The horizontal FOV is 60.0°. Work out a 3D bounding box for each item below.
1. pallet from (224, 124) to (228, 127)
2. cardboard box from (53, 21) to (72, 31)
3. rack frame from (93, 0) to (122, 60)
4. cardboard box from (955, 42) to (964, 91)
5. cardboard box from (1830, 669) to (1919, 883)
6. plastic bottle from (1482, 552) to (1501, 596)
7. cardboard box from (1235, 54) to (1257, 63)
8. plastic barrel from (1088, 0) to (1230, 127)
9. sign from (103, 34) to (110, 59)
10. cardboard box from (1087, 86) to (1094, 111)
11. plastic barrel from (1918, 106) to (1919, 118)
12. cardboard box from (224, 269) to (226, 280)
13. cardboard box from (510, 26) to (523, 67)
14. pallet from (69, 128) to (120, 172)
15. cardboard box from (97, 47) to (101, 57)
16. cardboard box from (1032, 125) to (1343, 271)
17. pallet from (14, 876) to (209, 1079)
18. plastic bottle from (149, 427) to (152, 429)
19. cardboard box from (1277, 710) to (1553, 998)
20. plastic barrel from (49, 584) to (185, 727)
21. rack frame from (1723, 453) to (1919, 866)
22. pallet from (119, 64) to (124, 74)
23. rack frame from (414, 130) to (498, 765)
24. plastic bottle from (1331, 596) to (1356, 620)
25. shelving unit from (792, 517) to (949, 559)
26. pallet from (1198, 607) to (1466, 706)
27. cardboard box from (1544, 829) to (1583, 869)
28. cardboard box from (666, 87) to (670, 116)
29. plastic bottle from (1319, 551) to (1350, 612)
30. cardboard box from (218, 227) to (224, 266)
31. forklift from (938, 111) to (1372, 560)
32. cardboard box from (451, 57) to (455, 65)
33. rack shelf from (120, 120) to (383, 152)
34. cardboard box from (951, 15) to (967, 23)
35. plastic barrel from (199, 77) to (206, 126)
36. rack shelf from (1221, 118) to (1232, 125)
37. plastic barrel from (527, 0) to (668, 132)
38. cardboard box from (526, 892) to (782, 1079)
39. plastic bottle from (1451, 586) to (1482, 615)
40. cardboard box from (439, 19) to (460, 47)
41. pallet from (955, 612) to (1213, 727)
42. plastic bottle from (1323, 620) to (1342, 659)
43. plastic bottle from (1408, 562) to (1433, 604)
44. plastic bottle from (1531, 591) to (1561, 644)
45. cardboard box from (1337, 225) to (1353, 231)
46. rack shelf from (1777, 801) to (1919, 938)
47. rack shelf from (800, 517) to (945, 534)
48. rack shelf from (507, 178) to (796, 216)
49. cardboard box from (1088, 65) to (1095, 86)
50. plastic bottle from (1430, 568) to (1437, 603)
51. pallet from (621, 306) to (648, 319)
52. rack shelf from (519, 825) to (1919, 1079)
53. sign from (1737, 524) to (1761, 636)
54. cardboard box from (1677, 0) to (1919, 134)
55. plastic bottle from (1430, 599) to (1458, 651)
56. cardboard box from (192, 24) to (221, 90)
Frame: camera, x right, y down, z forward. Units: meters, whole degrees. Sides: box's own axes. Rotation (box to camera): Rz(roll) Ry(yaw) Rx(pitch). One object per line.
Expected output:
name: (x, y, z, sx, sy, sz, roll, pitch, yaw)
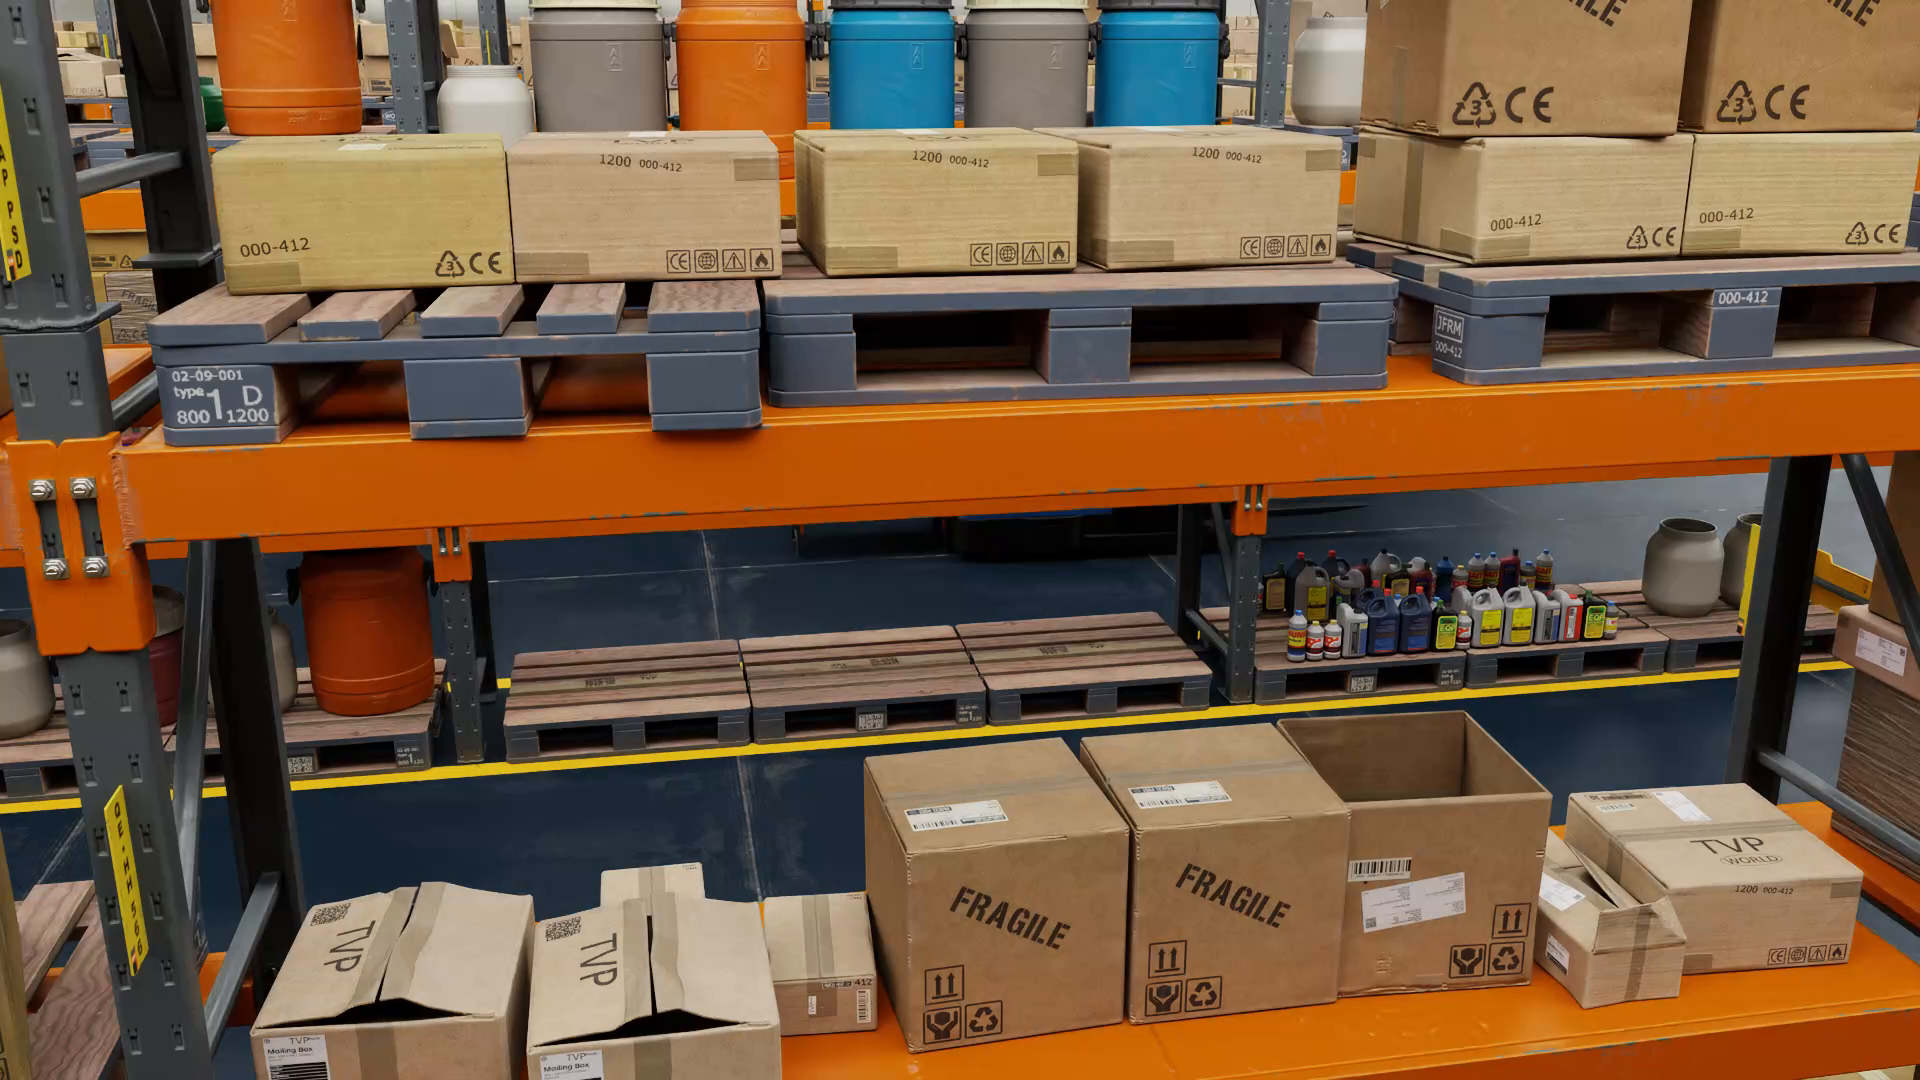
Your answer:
pallet: (-5.169, -3.128, 12.099, 1.213, 0.211, 1.003, -2, 17, -8)
cardboard box: (-11.176, -6.109, 20.427, 0.500, 0.500, 0.500, -3, 17, -9)
rack frame: (-8.218, -5.979, 15.951, 0.127, 3.000, 1.000, -3, 17, -10)
cardboard box: (-0.002, -3.808, 13.099, 0.637, 0.503, 0.797, -4, 18, -13)
cardboard box: (2.788, 0.660, 4.382, 0.500, 0.500, 0.700, -4, 17, -12)
plastic bottle: (3.169, 0.208, 9.923, 0.097, 0.271, 0.097, 0, 17, 0)
cardboard box: (3.054, -5.212, 18.105, 0.250, 0.149, 0.380, -3, 17, -10)
plastic barrel: (0.960, -2.276, 8.150, 0.708, 0.901, 0.600, -3, 17, -10)
sign: (-8.108, -4.636, 15.808, 0.005, 0.325, 0.100, -3, 17, -10)
cardboard box: (0.968, -3.435, 13.032, 0.500, 0.250, 0.500, -4, 18, -13)
plastic barrel: (4.892, -2.692, 8.913, 0.708, 0.830, 0.600, -3, 17, -10)
cardboard box: (-5.386, -1.763, 12.273, 0.500, 0.500, 0.500, -3, 17, -9)
cardboard box: (-5.671, -6.375, 21.458, 0.637, 0.503, 0.797, -4, 18, -14)
pallet: (-4.573, -1.727, 7.539, 1.213, 0.211, 1.003, -3, 17, -10)
cardboard box: (-8.736, -4.755, 16.478, 0.500, 0.250, 0.500, -3, 17, -9)
cardboard box: (0.465, -0.739, 3.541, 0.500, 0.250, 0.500, -5, 18, -15)
pallet: (-2.226, 1.107, 3.425, 1.003, 0.211, 1.213, -3, 17, -10)
plastic bottle: (-4.022, -0.428, 8.316, 0.097, 0.271, 0.097, 0, 17, 0)
cardboard box: (1.079, 0.754, 4.076, 0.500, 0.500, 0.500, -2, 17, -6)
plastic barrel: (-4.096, 0.577, 8.218, 0.708, 0.588, 0.600, -3, 17, -10)
rack frame: (2.354, 0.735, 4.311, 0.127, 3.000, 1.000, -3, 17, -10)
pallet: (-10.062, -5.881, 20.893, 1.213, 0.211, 1.003, -3, 17, -10)
rack frame: (-2.510, -0.471, 8.235, 0.127, 3.000, 1.000, -3, 17, -10)
plastic bottle: (2.105, 0.447, 9.125, 0.133, 0.283, 0.061, -3, 17, -10)
shelving unit: (-0.639, -0.505, 11.540, 1.048, 1.125, 0.538, -3, 17, -10)
pallet: (2.085, 0.614, 9.452, 1.213, 0.211, 1.003, -3, 17, -10)
cardboard box: (1.445, 0.845, 4.379, 0.250, 0.149, 0.380, -3, 17, -10)
cardboard box: (-2.051, -3.416, 12.973, 0.500, 0.250, 0.500, -3, 17, -9)
plastic bottle: (2.184, 0.233, 9.707, 0.185, 0.351, 0.144, -4, 18, -13)
cardboard box: (-5.468, -2.315, 12.361, 0.637, 0.503, 0.797, -3, 17, -9)
forklift: (1.393, -1.458, 11.567, 3.031, 2.935, 1.130, -3, 17, -10)
cardboard box: (-5.292, -4.679, 16.657, 0.500, 0.500, 0.500, -3, 17, -10)
rack shelf: (-5.413, -2.877, 12.186, 4.000, 0.370, 1.077, -3, 17, -10)
cardboard box: (0.058, -5.422, 17.432, 0.250, 0.149, 0.380, -3, 17, -10)
plastic barrel: (-3.535, -1.937, 7.421, 0.301, 0.262, 0.301, 0, 17, 0)
rack shelf: (2.442, -3.323, 13.637, 4.000, 0.370, 1.077, -3, 17, -10)
plastic barrel: (-1.662, -2.127, 7.666, 0.600, 0.901, 0.600, 0, 17, 0)
cardboard box: (-0.659, 1.006, 3.579, 0.500, 0.311, 0.500, -3, 17, -11)
plastic bottle: (2.839, 0.398, 9.298, 0.135, 0.276, 0.152, -3, 17, -10)
cardboard box: (-5.140, -5.051, 16.565, 0.258, 0.266, 0.396, -3, 17, -10)
pallet: (0.654, 0.695, 9.191, 1.213, 0.211, 1.003, -3, 17, -10)
plastic bottle: (2.013, 0.531, 8.990, 0.097, 0.201, 0.097, 0, 17, 0)
plastic bottle: (2.682, 0.270, 9.701, 0.133, 0.283, 0.061, -3, 17, -10)
plastic bottle: (3.236, 0.418, 9.231, 0.135, 0.276, 0.152, -4, 17, -12)
cardboard box: (2.893, -2.433, 13.949, 0.500, 0.500, 0.875, -3, 17, -10)
rack shelf: (4.317, 0.967, 4.779, 4.000, 0.370, 1.077, -3, 17, -10)
rack shelf: (-0.639, -0.271, 11.611, 1.000, 0.278, 0.538, -3, 17, -10)
rack shelf: (-0.546, -1.672, 8.263, 4.000, 0.370, 1.077, -3, 17, -10)
cardboard box: (1.104, -3.638, 13.014, 0.250, 0.149, 0.380, -4, 18, -13)
plastic bottle: (2.772, 0.264, 9.860, 0.097, 0.201, 0.097, 0, 17, 0)
pallet: (-2.770, -1.877, 13.141, 1.003, 0.211, 1.213, -3, 17, -10)
rack shelf: (0.390, 1.190, 4.053, 4.000, 0.370, 1.077, -3, 17, -10)
sign: (2.247, 0.123, 4.692, 0.005, 0.325, 0.100, -3, 17, -10)
cardboard box: (1.741, -1.164, 3.646, 0.500, 0.500, 0.500, -3, 17, -10)
plastic bottle: (2.644, 0.462, 9.076, 0.133, 0.283, 0.061, -2, 17, -8)
cardboard box: (-5.451, -3.462, 11.976, 0.637, 0.503, 0.797, -3, 17, -11)
